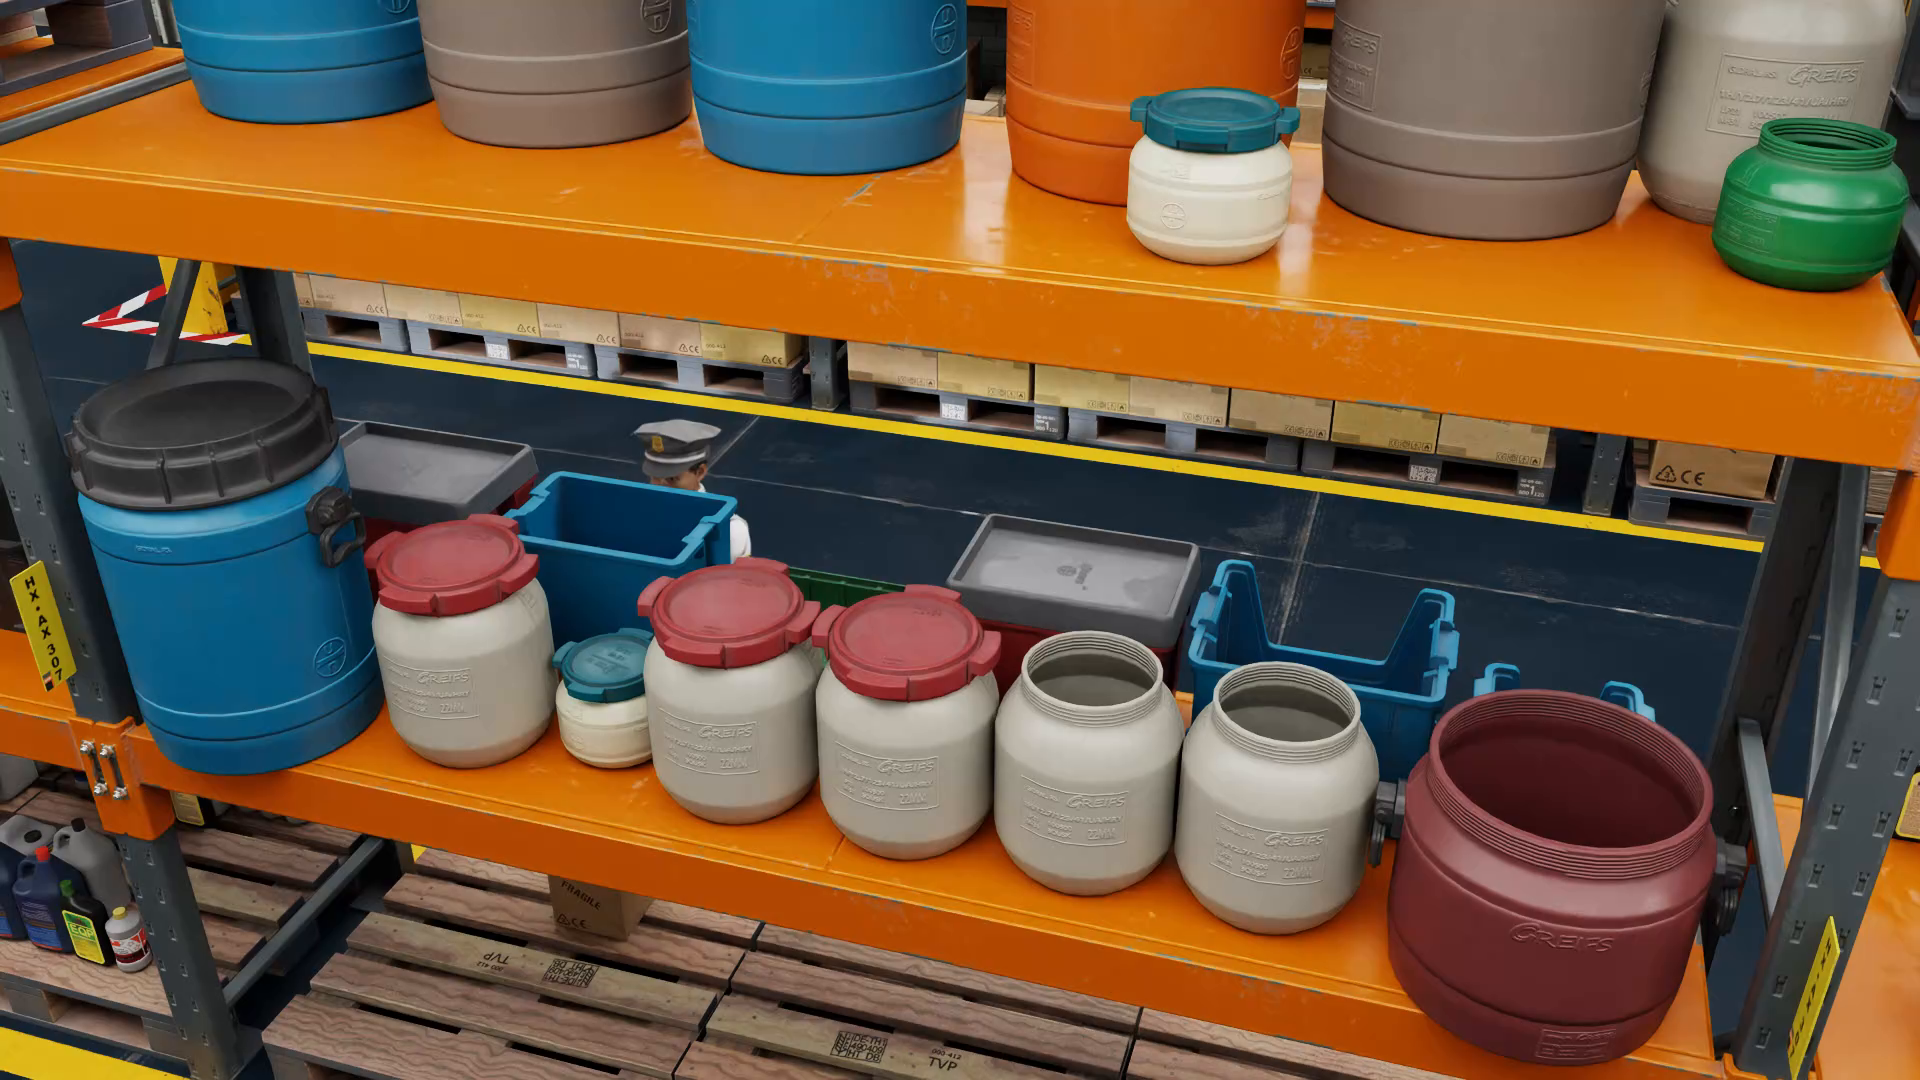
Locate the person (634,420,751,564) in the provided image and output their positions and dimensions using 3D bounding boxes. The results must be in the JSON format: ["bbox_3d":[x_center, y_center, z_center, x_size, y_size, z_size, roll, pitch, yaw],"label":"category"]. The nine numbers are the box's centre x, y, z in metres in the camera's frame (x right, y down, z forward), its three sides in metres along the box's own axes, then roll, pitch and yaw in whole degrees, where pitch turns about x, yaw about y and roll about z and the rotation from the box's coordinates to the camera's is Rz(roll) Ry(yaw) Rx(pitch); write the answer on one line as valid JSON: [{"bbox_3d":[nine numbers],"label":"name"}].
[{"bbox_3d":[-0.912,0.414,5.360,0.519,1.692,0.464,18,34,29],"label":"person"}]
